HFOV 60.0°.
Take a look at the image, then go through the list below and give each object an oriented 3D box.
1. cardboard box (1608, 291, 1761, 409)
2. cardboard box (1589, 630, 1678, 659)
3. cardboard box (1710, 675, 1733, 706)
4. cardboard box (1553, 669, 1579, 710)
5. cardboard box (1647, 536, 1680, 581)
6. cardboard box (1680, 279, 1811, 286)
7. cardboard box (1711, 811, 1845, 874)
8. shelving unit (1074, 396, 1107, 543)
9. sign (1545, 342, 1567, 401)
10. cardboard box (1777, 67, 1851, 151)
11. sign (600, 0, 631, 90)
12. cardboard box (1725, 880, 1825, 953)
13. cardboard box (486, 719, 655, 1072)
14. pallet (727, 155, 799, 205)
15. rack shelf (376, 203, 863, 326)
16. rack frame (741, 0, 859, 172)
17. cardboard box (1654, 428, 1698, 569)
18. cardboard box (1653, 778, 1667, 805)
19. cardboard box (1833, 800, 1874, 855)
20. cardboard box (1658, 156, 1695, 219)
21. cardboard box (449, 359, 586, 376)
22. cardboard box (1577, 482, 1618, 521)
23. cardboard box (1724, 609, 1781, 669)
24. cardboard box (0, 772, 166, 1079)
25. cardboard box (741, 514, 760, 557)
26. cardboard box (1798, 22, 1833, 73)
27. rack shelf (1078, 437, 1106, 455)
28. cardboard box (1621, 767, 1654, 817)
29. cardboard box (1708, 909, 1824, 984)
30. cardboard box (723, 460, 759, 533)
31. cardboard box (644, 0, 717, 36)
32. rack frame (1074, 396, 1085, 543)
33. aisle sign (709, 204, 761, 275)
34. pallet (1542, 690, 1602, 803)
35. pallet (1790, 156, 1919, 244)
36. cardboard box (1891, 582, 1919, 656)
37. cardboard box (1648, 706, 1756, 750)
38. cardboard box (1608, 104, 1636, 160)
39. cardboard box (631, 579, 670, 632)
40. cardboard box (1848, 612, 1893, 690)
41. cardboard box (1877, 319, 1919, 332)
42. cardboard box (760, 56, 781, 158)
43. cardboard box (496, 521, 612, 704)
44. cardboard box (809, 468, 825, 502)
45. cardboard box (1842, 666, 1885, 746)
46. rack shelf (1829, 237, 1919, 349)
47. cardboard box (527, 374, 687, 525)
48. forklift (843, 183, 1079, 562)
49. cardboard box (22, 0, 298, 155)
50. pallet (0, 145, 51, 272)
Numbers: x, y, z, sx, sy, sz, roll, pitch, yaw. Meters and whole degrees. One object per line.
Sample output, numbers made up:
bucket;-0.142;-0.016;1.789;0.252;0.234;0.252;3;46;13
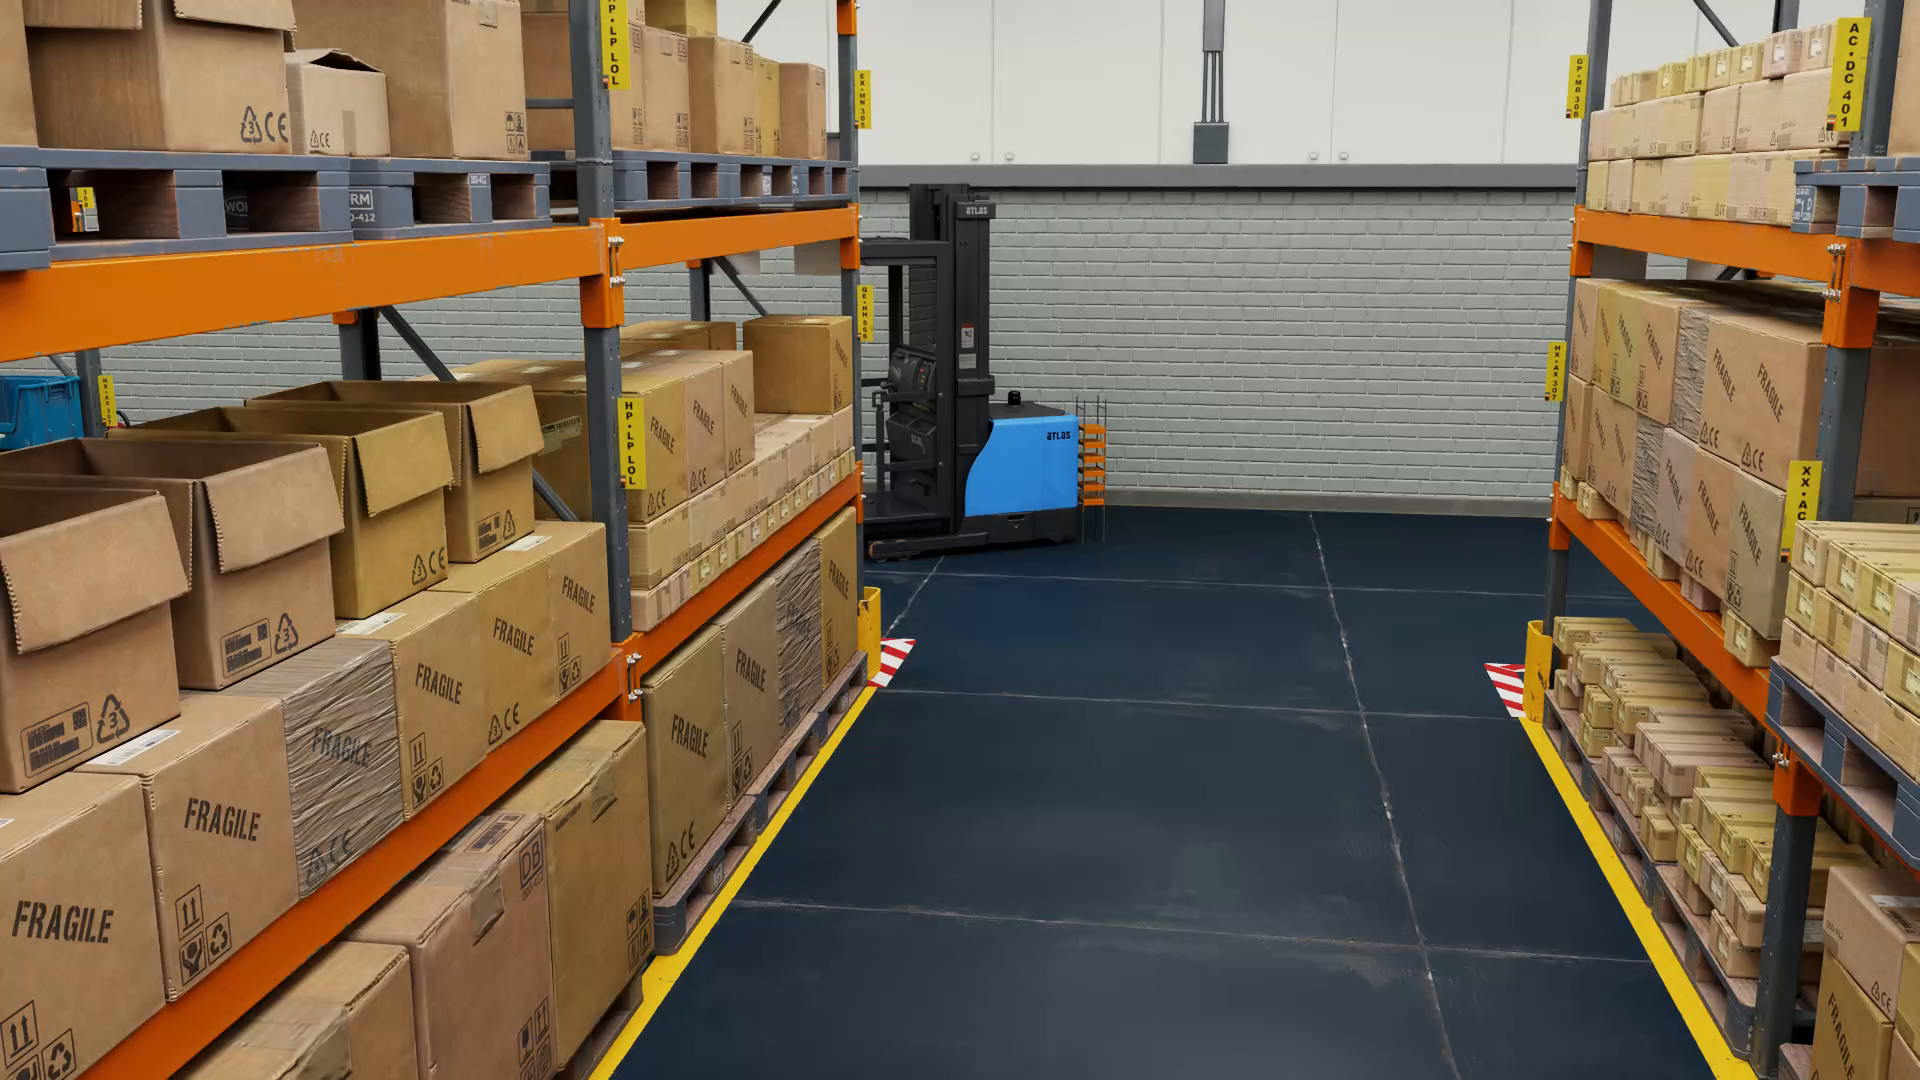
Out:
cardboard box;3.292;-0.866;7.574;0.500;0.500;0.500;2;12;7
cardboard box;3.457;0.576;8.557;0.380;0.149;0.250;2;12;10
cardboard box;3.854;0.696;8.003;0.380;0.149;0.250;1;12;6
cardboard box;3.400;0.807;8.901;0.380;0.149;0.250;2;12;10
cardboard box;3.164;0.080;7.098;0.380;0.149;0.250;2;12;10
cardboard box;3.972;-1.060;8.476;0.500;0.500;0.500;2;12;7
cardboard box;2.979;1.113;6.068;0.380;0.149;0.250;2;12;9
shelving unit;1.088;-0.592;13.892;0.189;1.200;0.258;-3;12;-12
sign;3.261;-0.921;9.093;0.100;0.325;0.005;2;12;9
cardboard box;3.001;-1.390;5.370;0.500;0.250;0.500;1;12;6
sign;-1.166;-1.687;5.607;0.100;0.325;0.005;2;12;9
cardboard box;2.916;1.319;5.816;0.380;0.149;0.250;2;12;10
cardboard box;-1.782;1.138;5.641;1.225;0.875;0.875;2;12;9
pallet;-1.378;-1.676;7.740;1.003;0.211;1.213;2;12;9
rack shelf;-1.396;-1.361;7.774;1.077;0.370;4.000;2;12;9
rack frame;-1.089;-3.595;9.314;1.000;3.000;0.127;2;12;9
cardboard box;3.136;-0.164;6.689;0.500;0.500;0.500;2;12;8
cardboard box;3.186;1.048;7.073;0.380;0.149;0.250;1;12;6
cardboard box;3.531;1.075;6.243;0.380;0.149;0.250;2;12;8
cardboard box;3.233;-1.464;6.903;0.500;0.250;0.500;2;12;8
cardboard box;-1.816;-0.477;6.956;0.500;0.500;0.500;2;12;9
cardboard box;3.331;-0.192;8.362;0.380;0.149;0.250;2;12;7
cardboard box;2.926;0.351;5.842;0.380;0.149;0.250;2;12;7
cardboard box;-1.898;0.754;3.135;0.500;0.500;0.500;2;12;7
cardboard box;-1.131;-0.027;7.597;0.380;0.149;0.250;2;12;9
cardboard box;2.990;-1.610;5.445;0.380;0.149;0.250;2;12;10
rack shelf;1.088;-0.783;13.851;0.180;0.103;0.258;-3;12;-12
cardboard box;3.175;1.129;7.405;0.380;0.149;0.250;2;12;9
cardboard box;2.905;1.448;5.925;0.380;0.149;0.250;2;12;9
cardboard box;-1.217;-0.202;7.462;0.500;0.250;0.500;2;12;10
cardboard box;-1.409;-2.378;7.536;0.500;0.250;0.500;1;12;7
rack frame;0.999;-0.588;13.873;0.006;1.200;0.240;-3;12;-12
aisle sign;-1.374;-1.958;9.787;0.394;0.787;0.004;2;12;9
pallet;3.625;1.066;8.544;1.003;0.211;1.213;2;12;9
pallet;2.981;-0.897;4.363;1.213;0.211;1.003;2;12;9
cardboard box;2.547;0.209;4.089;0.380;0.149;0.250;2;12;8
cardboard box;3.254;0.845;7.310;0.380;0.149;0.250;2;12;9
cardboard box;3.393;-1.926;7.861;0.500;0.250;0.500;2;12;8
cardboard box;-1.330;0.242;6.345;0.380;0.149;0.250;2;12;9
cardboard box;2.589;0.299;4.379;0.380;0.149;0.250;2;12;10
cardboard box;3.557;-0.525;5.994;0.500;0.500;0.500;2;12;7
cardboard box;-1.321;-2.208;8.529;0.700;0.500;0.500;1;12;7
cardboard box;-1.506;0.228;5.579;0.500;0.500;0.500;2;12;9
cardboard box;-0.935;-0.296;8.843;0.380;0.149;0.250;2;12;10
cardboard box;2.587;0.447;4.401;0.380;0.149;0.250;2;12;9
rack shelf;2.874;-0.346;3.067;1.077;0.370;4.000;2;12;9
cardboard box;-1.377;-0.360;6.412;0.500;0.500;0.500;2;12;9
forklift;-0.573;-1.382;13.448;3.031;2.935;1.130;-5;13;-22
cardboard box;-2.026;-1.145;3.824;0.797;0.503;0.637;2;12;8
pallet;-2.272;-0.507;2.553;1.213;0.211;1.003;2;12;11
